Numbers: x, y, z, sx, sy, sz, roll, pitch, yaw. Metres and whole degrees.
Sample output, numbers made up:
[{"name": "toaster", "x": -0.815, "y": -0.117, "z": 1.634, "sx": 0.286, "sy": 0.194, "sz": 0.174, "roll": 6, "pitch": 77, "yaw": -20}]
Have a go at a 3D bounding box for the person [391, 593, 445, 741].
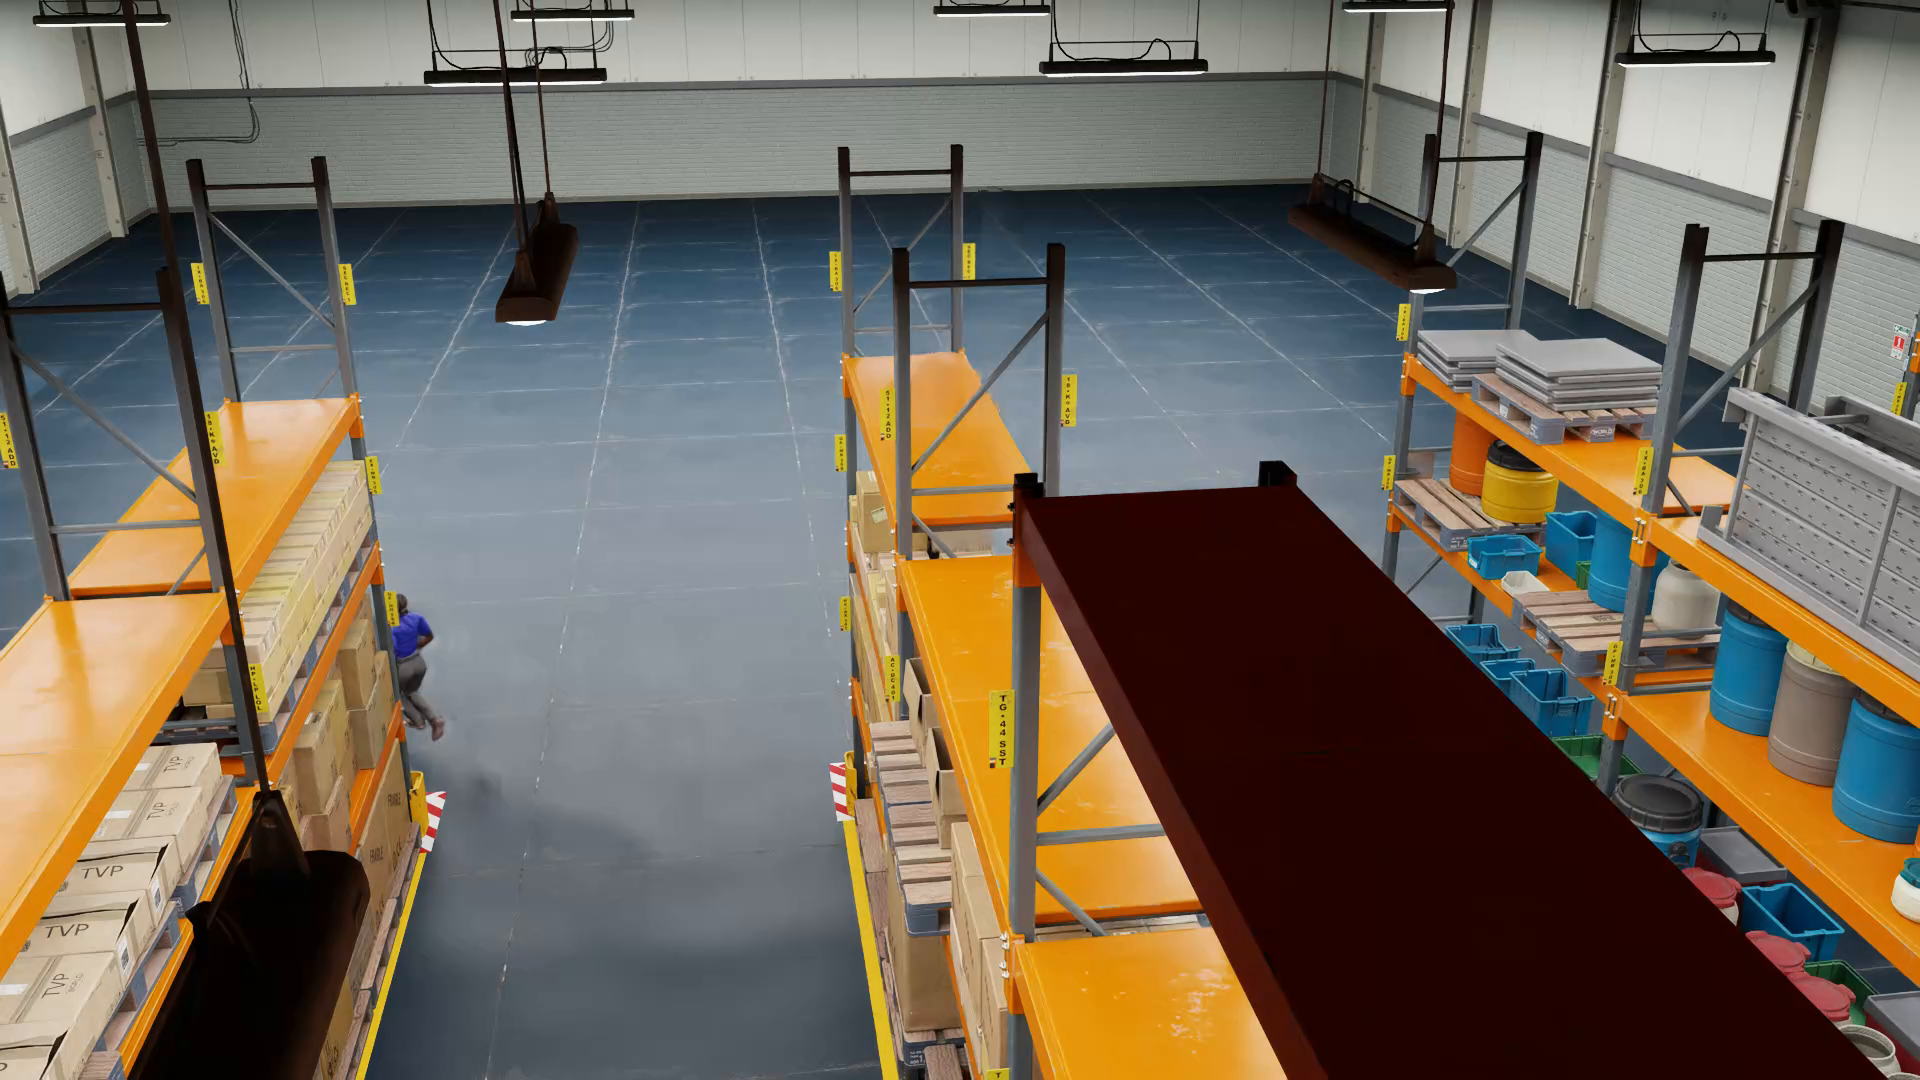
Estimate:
[{"name": "person", "x": -5.343, "y": 1.275, "z": 16.048, "sx": 0.595, "sy": 1.507, "sz": 0.555, "roll": 12, "pitch": 24, "yaw": 27}]
